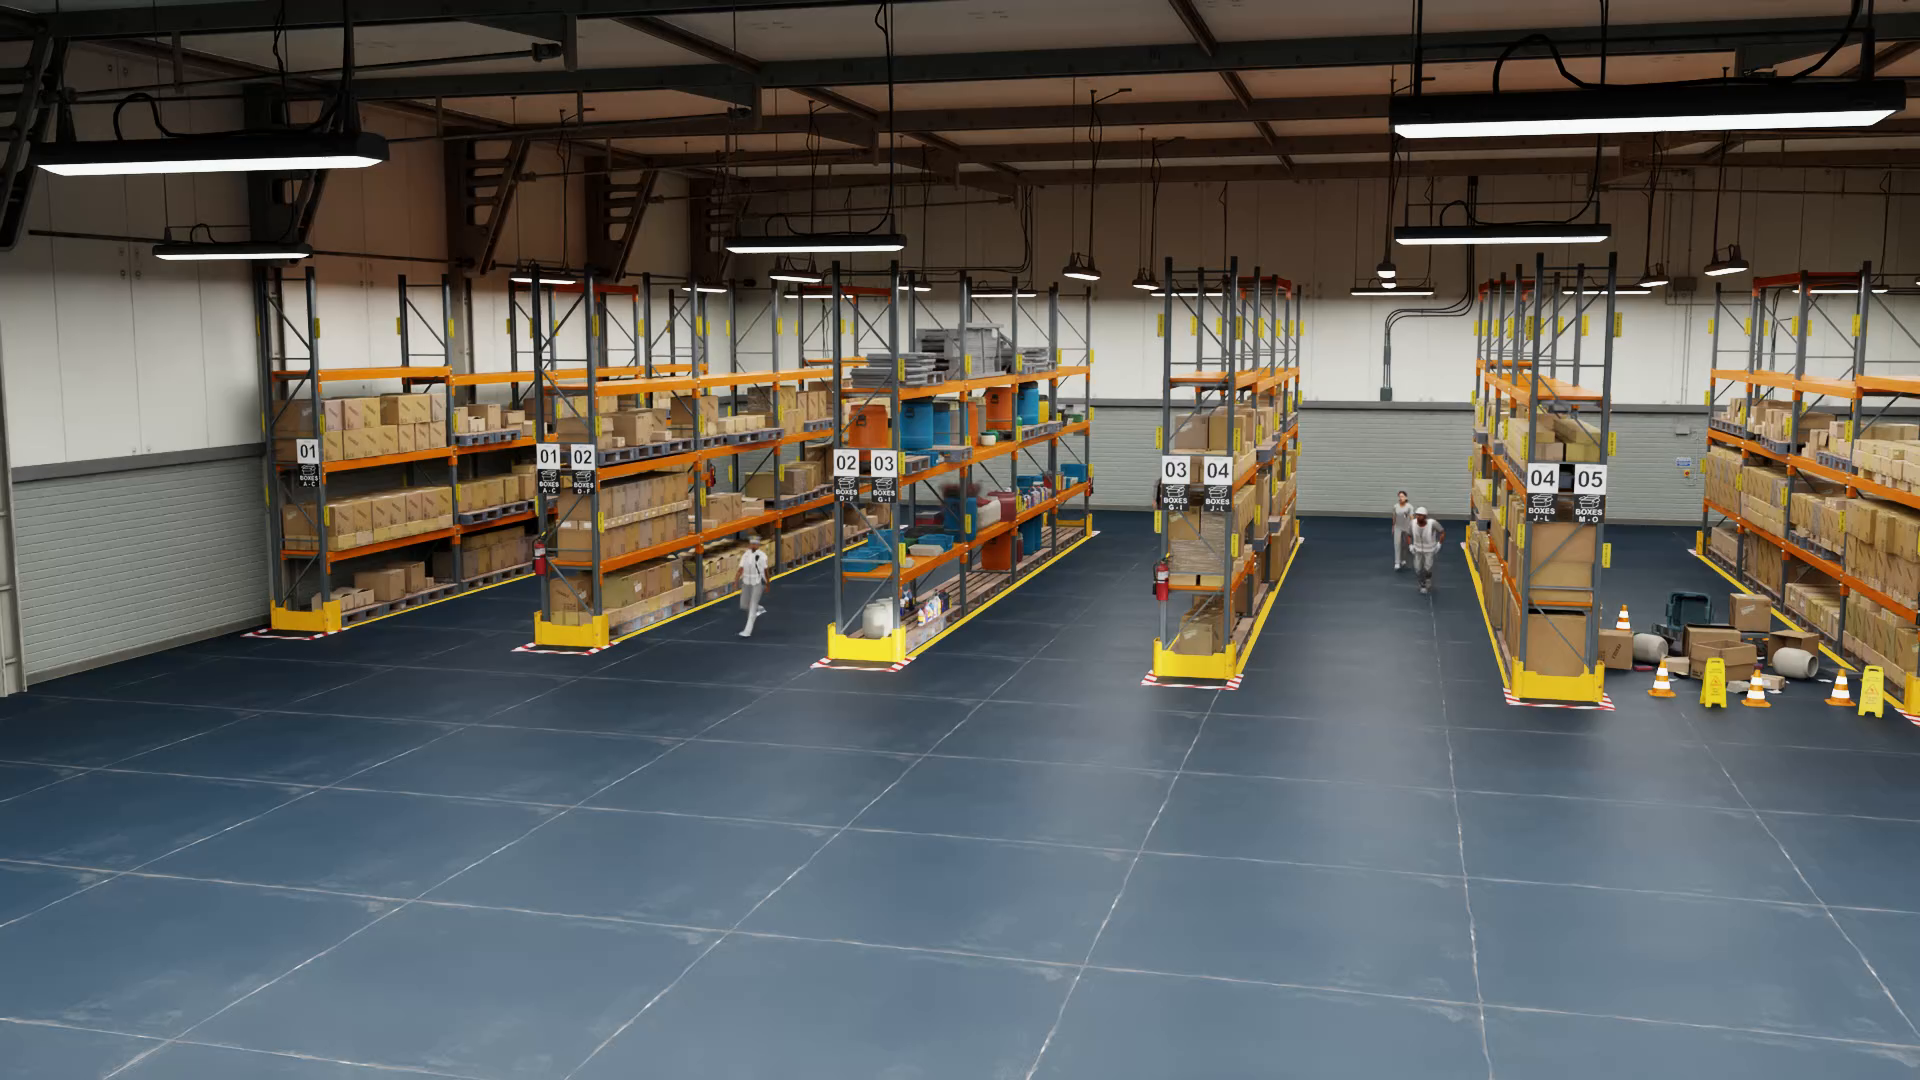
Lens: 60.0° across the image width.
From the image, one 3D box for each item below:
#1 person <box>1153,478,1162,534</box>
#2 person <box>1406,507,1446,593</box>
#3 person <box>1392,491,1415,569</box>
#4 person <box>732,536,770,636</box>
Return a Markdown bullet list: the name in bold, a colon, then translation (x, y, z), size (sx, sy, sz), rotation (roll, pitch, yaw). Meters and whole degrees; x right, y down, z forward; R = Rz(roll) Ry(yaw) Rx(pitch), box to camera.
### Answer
- **person**: translation (4.912, -0.888, 39.849), size (0.586, 1.659, 1.065), rotation (1, 7, 12)
- **person**: translation (8.787, 0.196, 31.410), size (0.727, 1.675, 0.676), rotation (3, 8, 24)
- **person**: translation (9.267, -0.225, 34.791), size (0.456, 1.604, 1.064), rotation (2, 8, 15)
- **person**: translation (-3.405, 0.732, 27.236), size (0.479, 1.641, 0.904), rotation (3, 8, 25)
